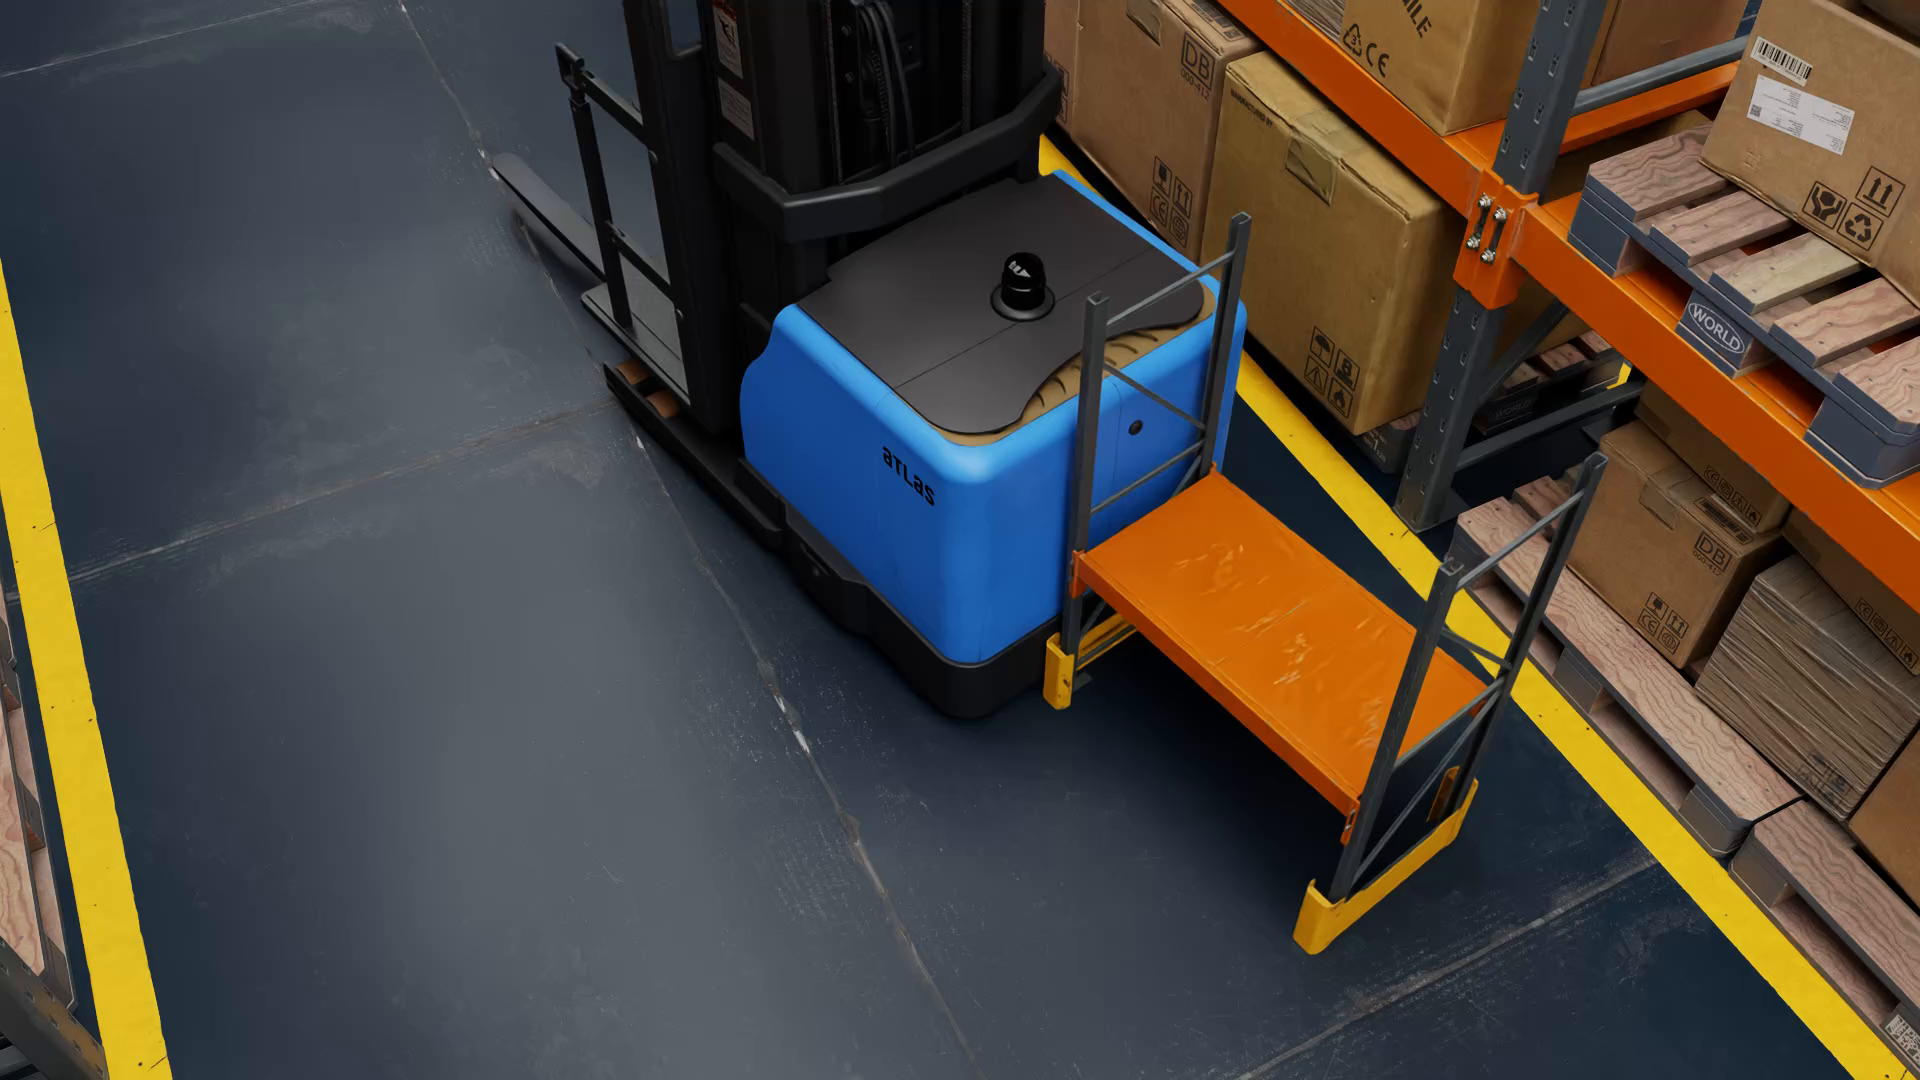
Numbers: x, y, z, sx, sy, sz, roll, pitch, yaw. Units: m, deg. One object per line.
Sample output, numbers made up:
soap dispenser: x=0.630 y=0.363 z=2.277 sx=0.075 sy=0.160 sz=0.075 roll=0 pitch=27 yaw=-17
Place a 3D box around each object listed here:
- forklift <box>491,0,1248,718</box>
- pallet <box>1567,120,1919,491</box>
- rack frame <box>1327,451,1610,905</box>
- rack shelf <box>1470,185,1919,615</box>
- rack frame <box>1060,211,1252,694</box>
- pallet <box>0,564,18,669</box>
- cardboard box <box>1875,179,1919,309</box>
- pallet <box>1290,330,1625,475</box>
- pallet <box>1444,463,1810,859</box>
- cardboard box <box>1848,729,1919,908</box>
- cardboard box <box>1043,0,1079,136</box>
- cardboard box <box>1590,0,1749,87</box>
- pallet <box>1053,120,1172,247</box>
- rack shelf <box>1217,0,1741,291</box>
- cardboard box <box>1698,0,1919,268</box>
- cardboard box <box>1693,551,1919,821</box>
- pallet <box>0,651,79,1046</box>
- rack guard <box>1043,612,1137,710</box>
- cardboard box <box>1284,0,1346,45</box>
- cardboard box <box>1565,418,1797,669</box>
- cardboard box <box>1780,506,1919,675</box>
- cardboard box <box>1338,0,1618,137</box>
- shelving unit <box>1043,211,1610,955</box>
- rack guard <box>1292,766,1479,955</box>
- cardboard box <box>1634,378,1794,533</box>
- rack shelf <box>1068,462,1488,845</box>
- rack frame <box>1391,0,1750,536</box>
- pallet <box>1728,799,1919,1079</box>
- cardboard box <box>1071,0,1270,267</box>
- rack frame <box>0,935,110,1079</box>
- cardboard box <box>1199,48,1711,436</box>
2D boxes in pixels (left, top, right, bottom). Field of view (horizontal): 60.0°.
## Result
forklift: x=-0.538 y=-1.514 z=4.627 sx=1.130 sy=2.935 sz=3.031 roll=-31 pitch=56 yaw=-24
pallet: x=2.277 y=-0.710 z=4.005 sx=1.213 sy=0.211 sz=1.003 roll=-21 pitch=52 yaw=-18
rack frame: x=1.127 y=0.436 z=3.872 sx=0.500 sy=1.500 sz=0.032 roll=-31 pitch=56 yaw=-24
rack shelf: x=2.771 y=0.362 z=3.418 sx=1.077 sy=0.370 sz=4.000 roll=-21 pitch=52 yaw=-18
rack frame: x=0.487 y=-0.158 z=4.392 sx=0.500 sy=1.500 sz=0.032 roll=-31 pitch=56 yaw=-24
pallet: x=-3.500 y=0.082 z=5.038 sx=1.003 sy=0.211 sz=1.213 roll=-21 pitch=52 yaw=-18
cardboard box: x=2.483 y=-0.698 z=3.522 sx=0.700 sy=0.500 sz=0.500 roll=-14 pitch=50 yaw=-12
pallet: x=1.562 y=-0.849 z=5.852 sx=1.003 sy=0.211 sz=1.213 roll=-21 pitch=52 yaw=-18
pallet: x=2.212 y=0.228 z=4.910 sx=1.003 sy=0.211 sz=1.213 roll=-21 pitch=52 yaw=-18
cardboard box: x=2.711 y=0.650 z=4.057 sx=0.700 sy=0.500 sz=0.500 roll=-17 pitch=51 yaw=-15
cardboard box: x=0.746 y=-2.310 z=6.410 sx=1.225 sy=0.875 sz=0.875 roll=-23 pitch=53 yaw=-19
cardboard box: x=1.876 y=-1.665 z=4.647 sx=0.500 sy=0.500 sz=0.500 roll=-20 pitch=52 yaw=-16
pallet: x=1.008 y=-1.664 z=6.565 sx=1.003 sy=0.211 sz=1.213 roll=-21 pitch=52 yaw=-18
rack shelf: x=0.941 y=-2.315 z=5.760 sx=1.077 sy=0.370 sz=4.000 roll=-21 pitch=52 yaw=-18
cardboard box: x=2.139 y=-1.037 z=3.819 sx=0.500 sy=0.500 sz=0.500 roll=-27 pitch=54 yaw=-22
cardboard box: x=2.446 y=0.273 z=4.387 sx=0.700 sy=0.500 sz=0.500 roll=-25 pitch=53 yaw=-20
pallet: x=-2.946 y=0.898 z=4.325 sx=1.003 sy=0.211 sz=1.213 roll=-21 pitch=52 yaw=-18
rack guard: x=0.488 y=0.254 z=4.862 sx=0.587 sy=0.250 sz=0.087 roll=-31 pitch=56 yaw=-24
cardboard box: x=1.187 y=-1.827 z=4.789 sx=0.500 sy=0.500 sz=0.500 roll=-22 pitch=52 yaw=-18
cardboard box: x=2.180 y=-0.094 z=4.707 sx=0.700 sy=0.500 sz=0.500 roll=-24 pitch=53 yaw=-19
cardboard box: x=2.441 y=0.008 z=4.121 sx=0.500 sy=0.250 sz=0.500 roll=-16 pitch=51 yaw=-13
cardboard box: x=1.410 y=-1.491 z=4.495 sx=0.500 sy=0.500 sz=0.500 roll=-20 pitch=52 yaw=-16
shelving unit: x=0.801 y=0.134 z=4.137 sx=0.587 sy=1.500 sz=1.083 roll=-31 pitch=56 yaw=-24
rack guard: x=1.114 y=0.837 z=4.352 sx=0.587 sy=0.250 sz=0.087 roll=-31 pitch=56 yaw=-24
cardboard box: x=2.189 y=-0.344 z=4.428 sx=0.500 sy=0.250 sz=0.500 roll=-19 pitch=52 yaw=-16
rack shelf: x=0.807 y=0.257 z=4.267 sx=0.538 sy=0.185 sz=1.000 roll=-31 pitch=56 yaw=-24
rack frame: x=1.856 y=-1.213 z=4.318 sx=1.000 sy=3.000 sz=0.127 roll=-21 pitch=52 yaw=-18
pallet: x=2.767 y=1.044 z=4.197 sx=1.003 sy=0.211 sz=1.213 roll=-21 pitch=52 yaw=-18
cardboard box: x=1.158 y=-1.720 z=5.894 sx=1.225 sy=0.875 sz=0.875 roll=-21 pitch=52 yaw=-17
rack frame: x=-2.548 y=0.493 z=2.826 sx=1.000 sy=3.000 sz=0.127 roll=-21 pitch=52 yaw=-18
cardboard box: x=1.559 y=-1.121 z=5.370 sx=1.225 sy=0.875 sz=0.875 roll=-23 pitch=53 yaw=-19
